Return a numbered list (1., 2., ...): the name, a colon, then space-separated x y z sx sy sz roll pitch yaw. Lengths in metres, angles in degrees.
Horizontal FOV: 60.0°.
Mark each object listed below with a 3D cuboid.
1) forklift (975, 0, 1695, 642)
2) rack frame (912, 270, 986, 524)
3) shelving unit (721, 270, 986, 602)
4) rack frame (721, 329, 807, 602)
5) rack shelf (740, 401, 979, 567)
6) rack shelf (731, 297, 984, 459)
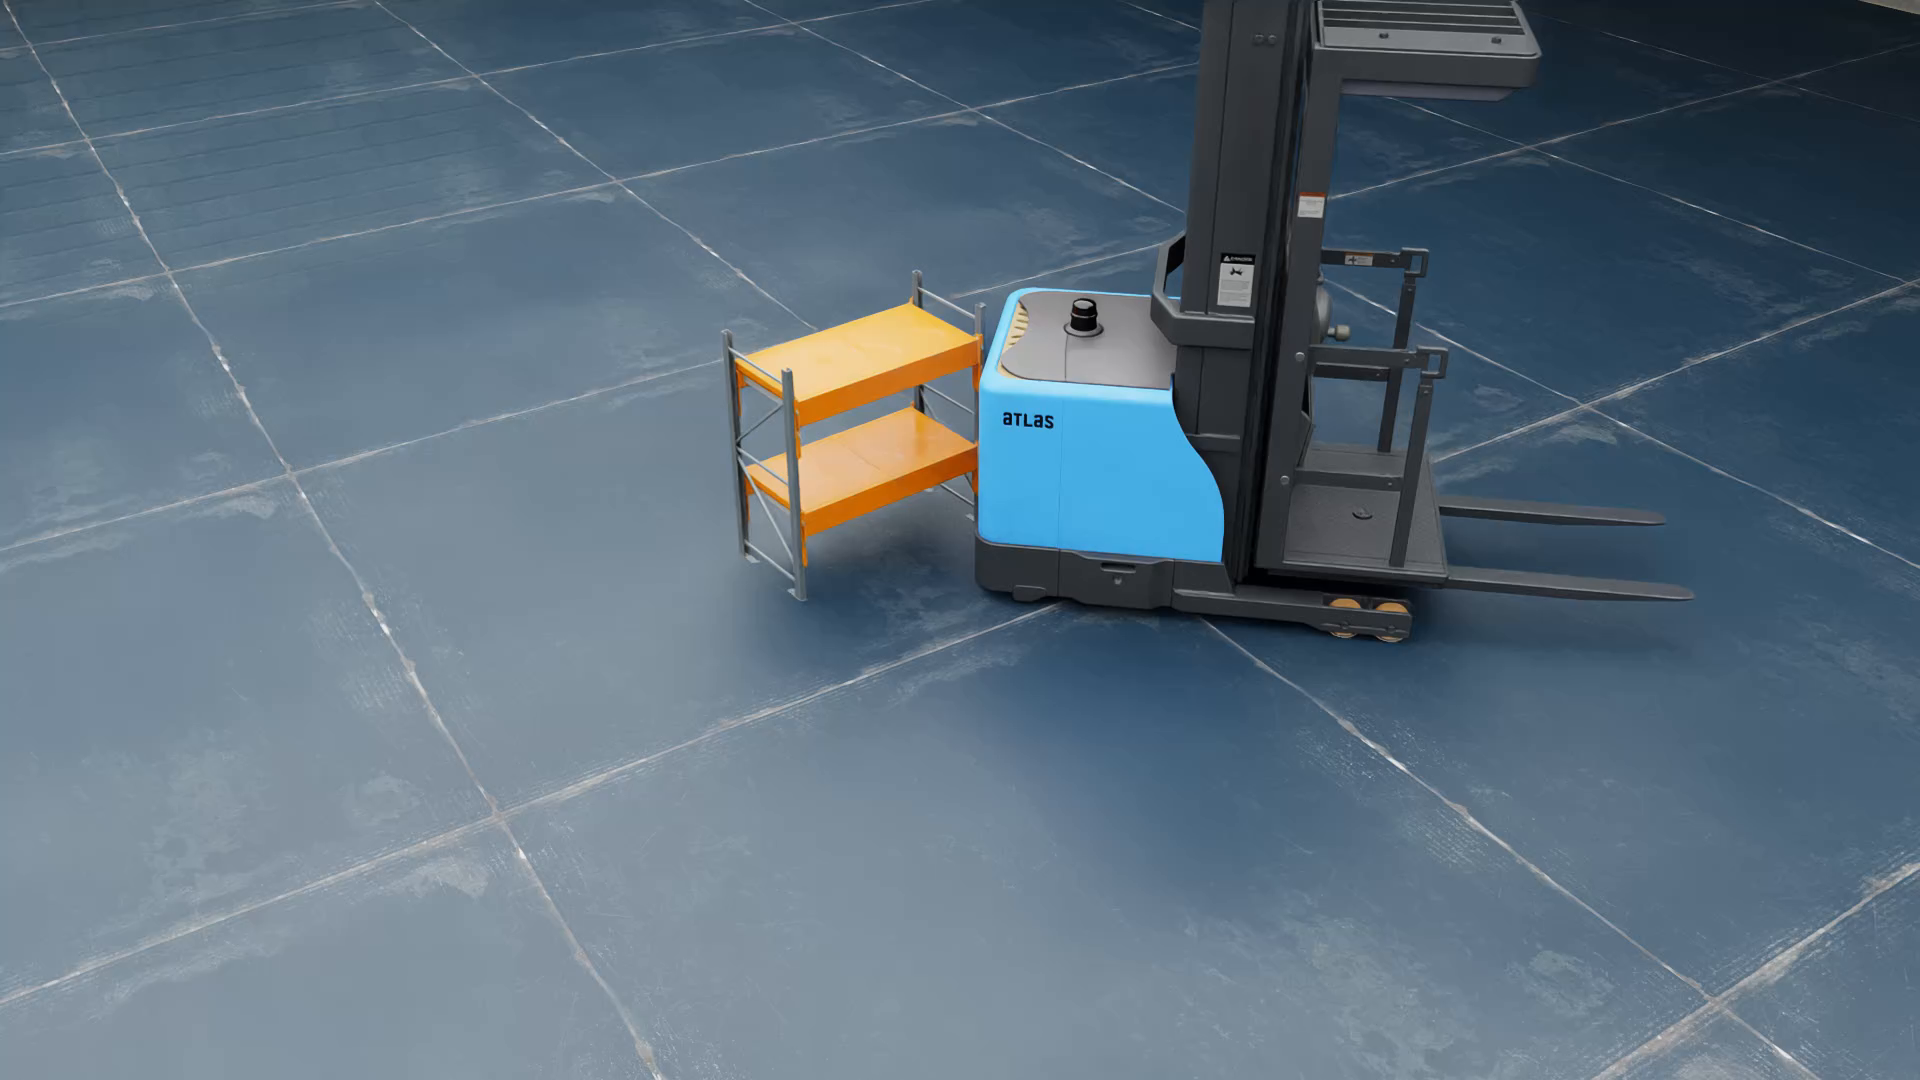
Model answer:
1. forklift: 1.630 -1.112 6.766 3.031 2.935 1.130 5 33 8
2. rack frame: -0.052 -0.650 7.727 0.032 1.125 0.500 -23 39 -32
3. shelving unit: -0.448 -0.480 7.457 1.048 1.125 0.538 -23 39 -32
4. rack frame: -0.844 -0.310 7.188 0.032 1.125 0.500 -23 39 -32
5. rack shelf: -0.448 -0.274 7.588 1.000 0.278 0.538 -23 39 -32
6. rack shelf: -0.448 -0.728 7.301 1.000 0.278 0.538 -23 39 -32
